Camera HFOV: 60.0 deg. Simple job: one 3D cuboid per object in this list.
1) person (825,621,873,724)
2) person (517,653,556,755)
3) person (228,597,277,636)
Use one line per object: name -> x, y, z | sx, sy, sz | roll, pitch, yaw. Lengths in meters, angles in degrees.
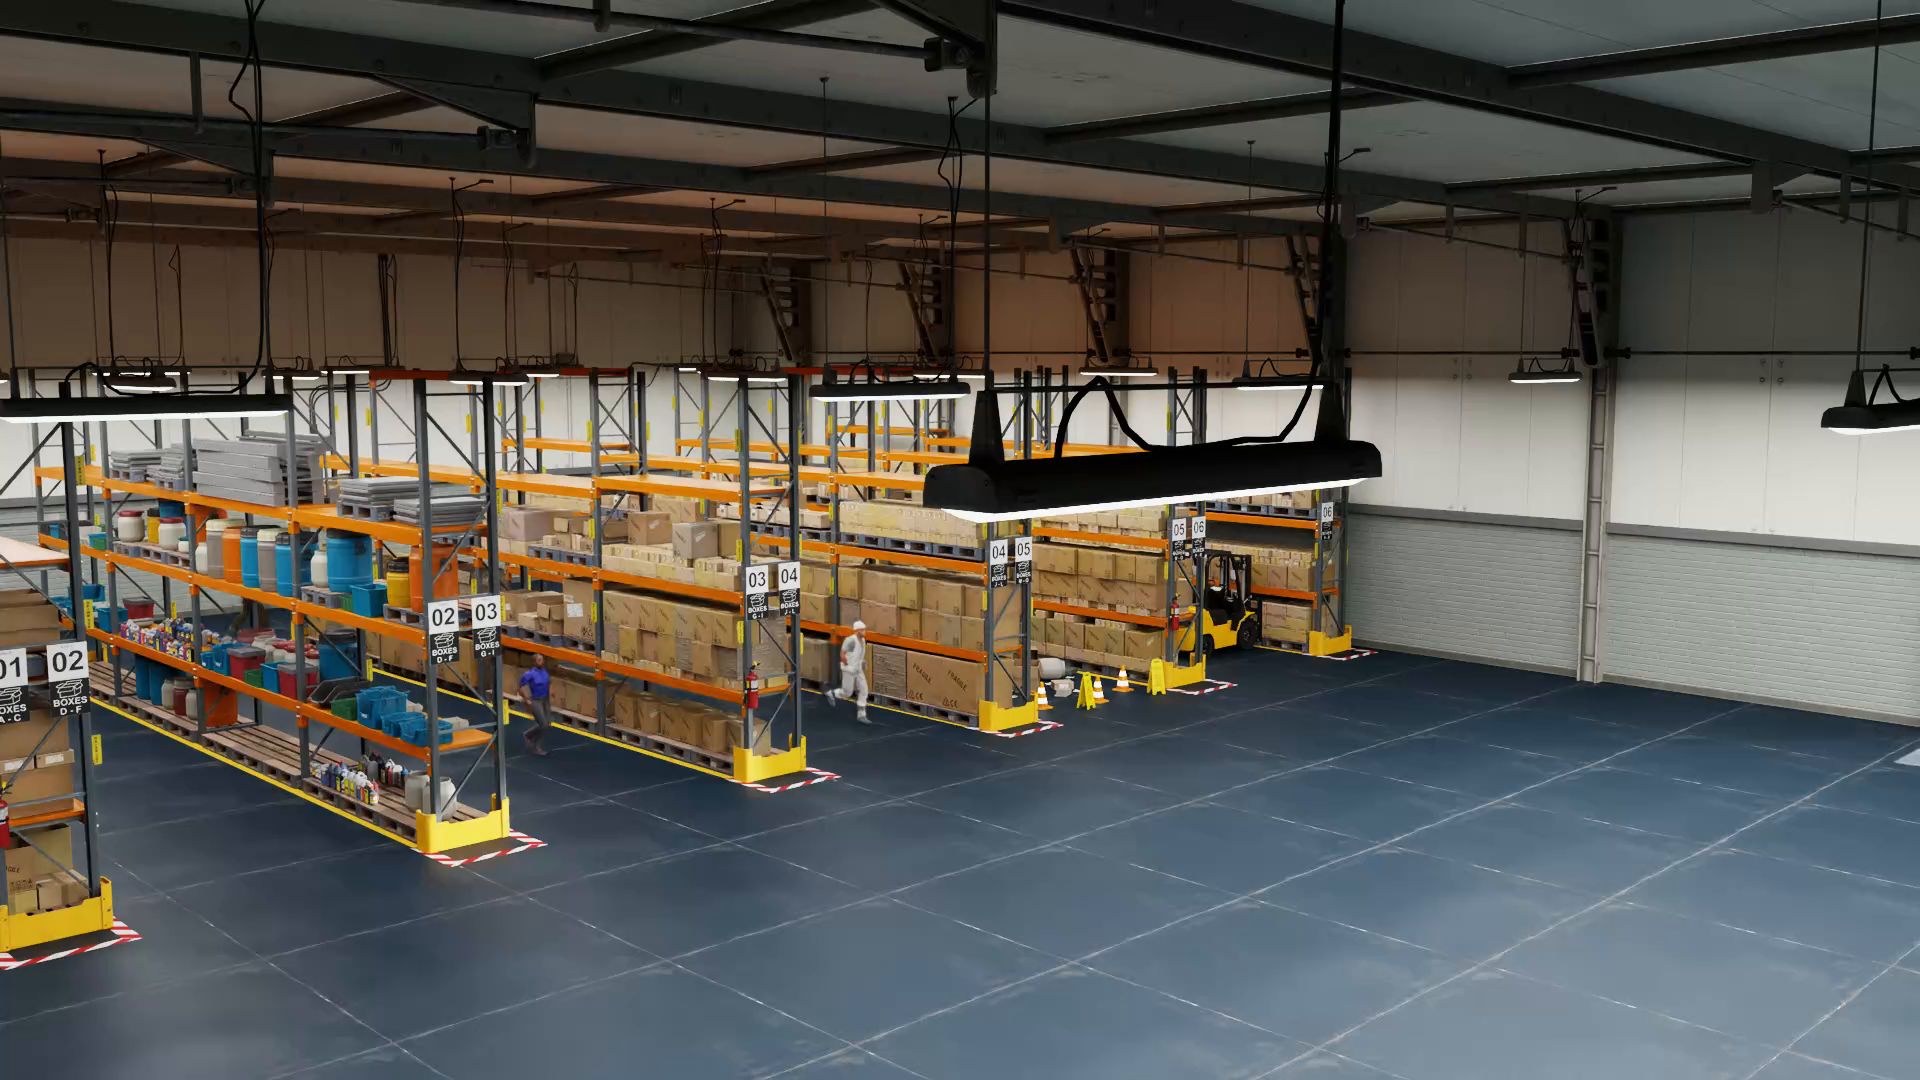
person -> -1.892, 2.252, 28.621 | 0.986, 1.766, 0.659 | 4, 8, 35
person -> -6.594, 2.587, 26.146 | 0.552, 1.614, 0.571 | 4, 8, 32
person -> -15.720, 1.269, 36.870 | 0.984, 1.811, 0.689 | -4, 8, -35
